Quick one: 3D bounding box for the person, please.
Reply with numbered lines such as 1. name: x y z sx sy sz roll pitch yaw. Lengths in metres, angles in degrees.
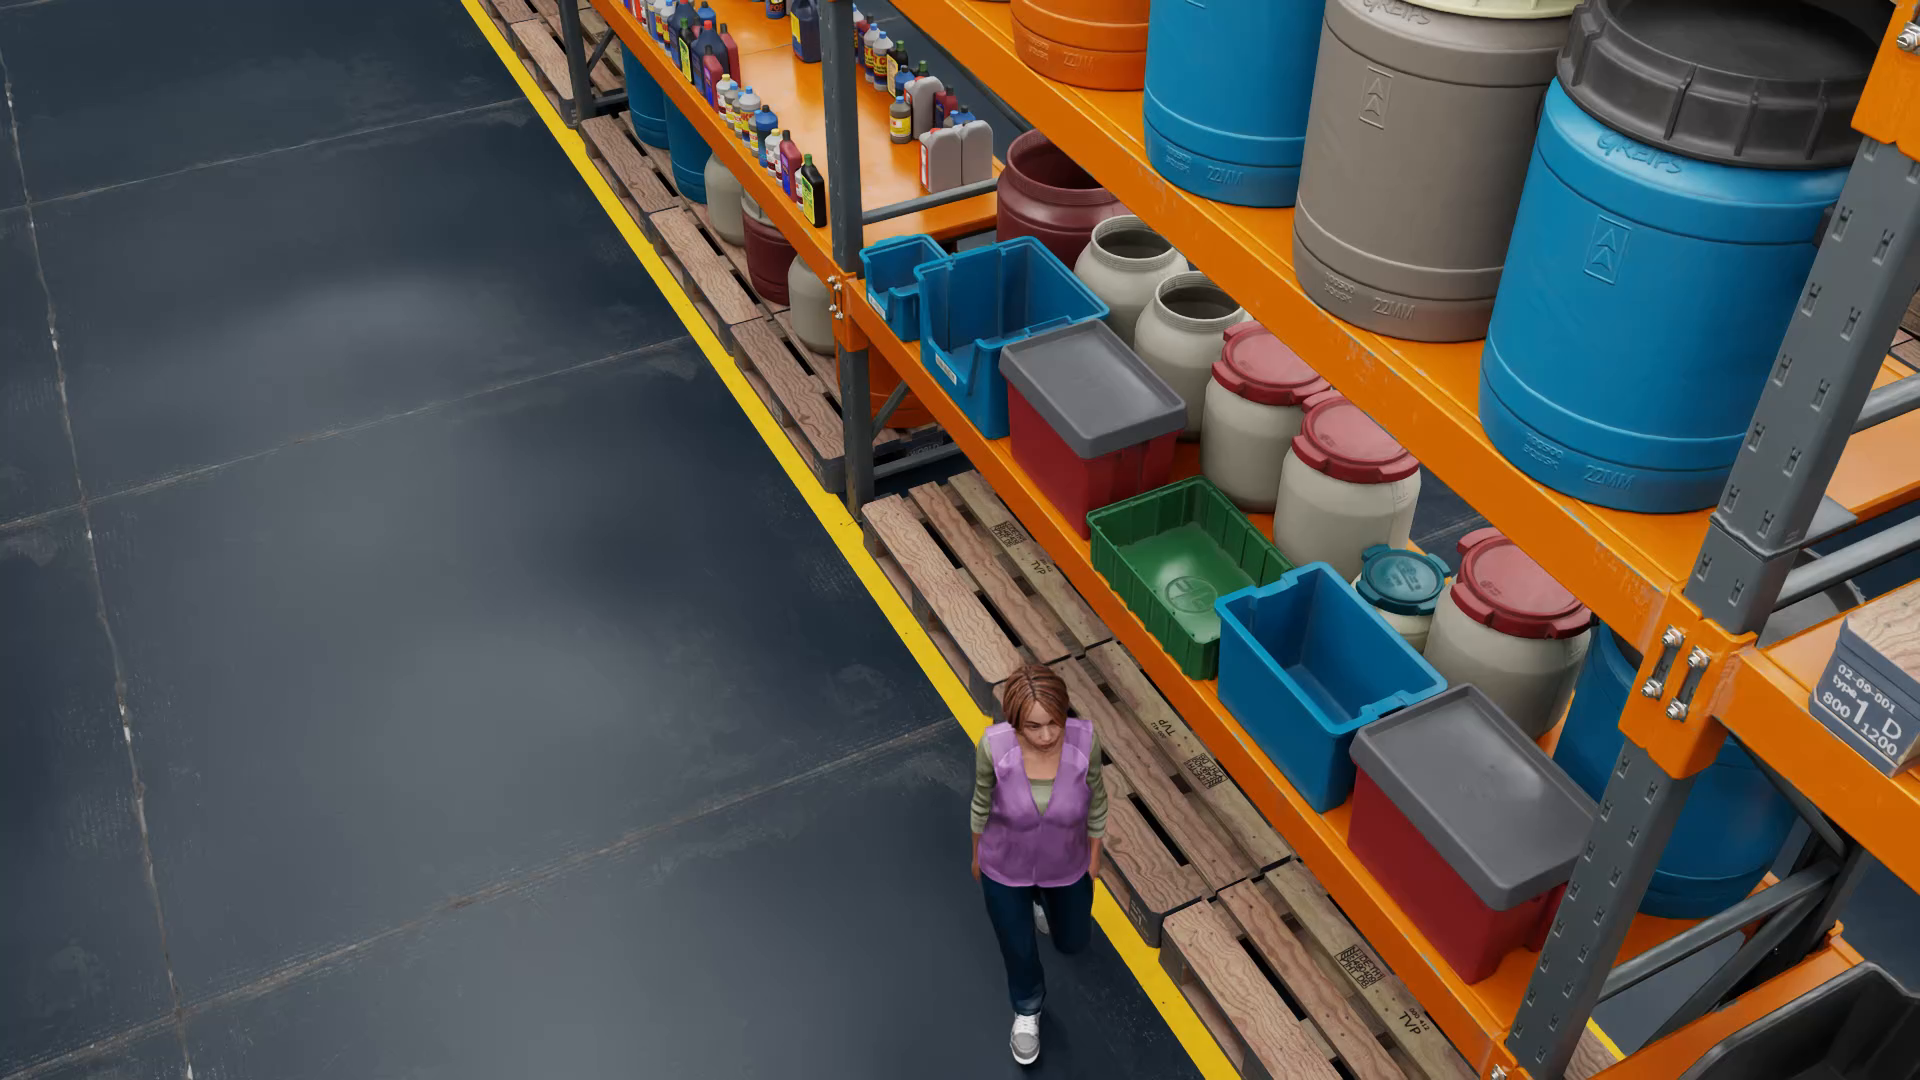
1. person: 0.236 0.930 5.140 0.415 1.572 0.621 -2 42 -2
